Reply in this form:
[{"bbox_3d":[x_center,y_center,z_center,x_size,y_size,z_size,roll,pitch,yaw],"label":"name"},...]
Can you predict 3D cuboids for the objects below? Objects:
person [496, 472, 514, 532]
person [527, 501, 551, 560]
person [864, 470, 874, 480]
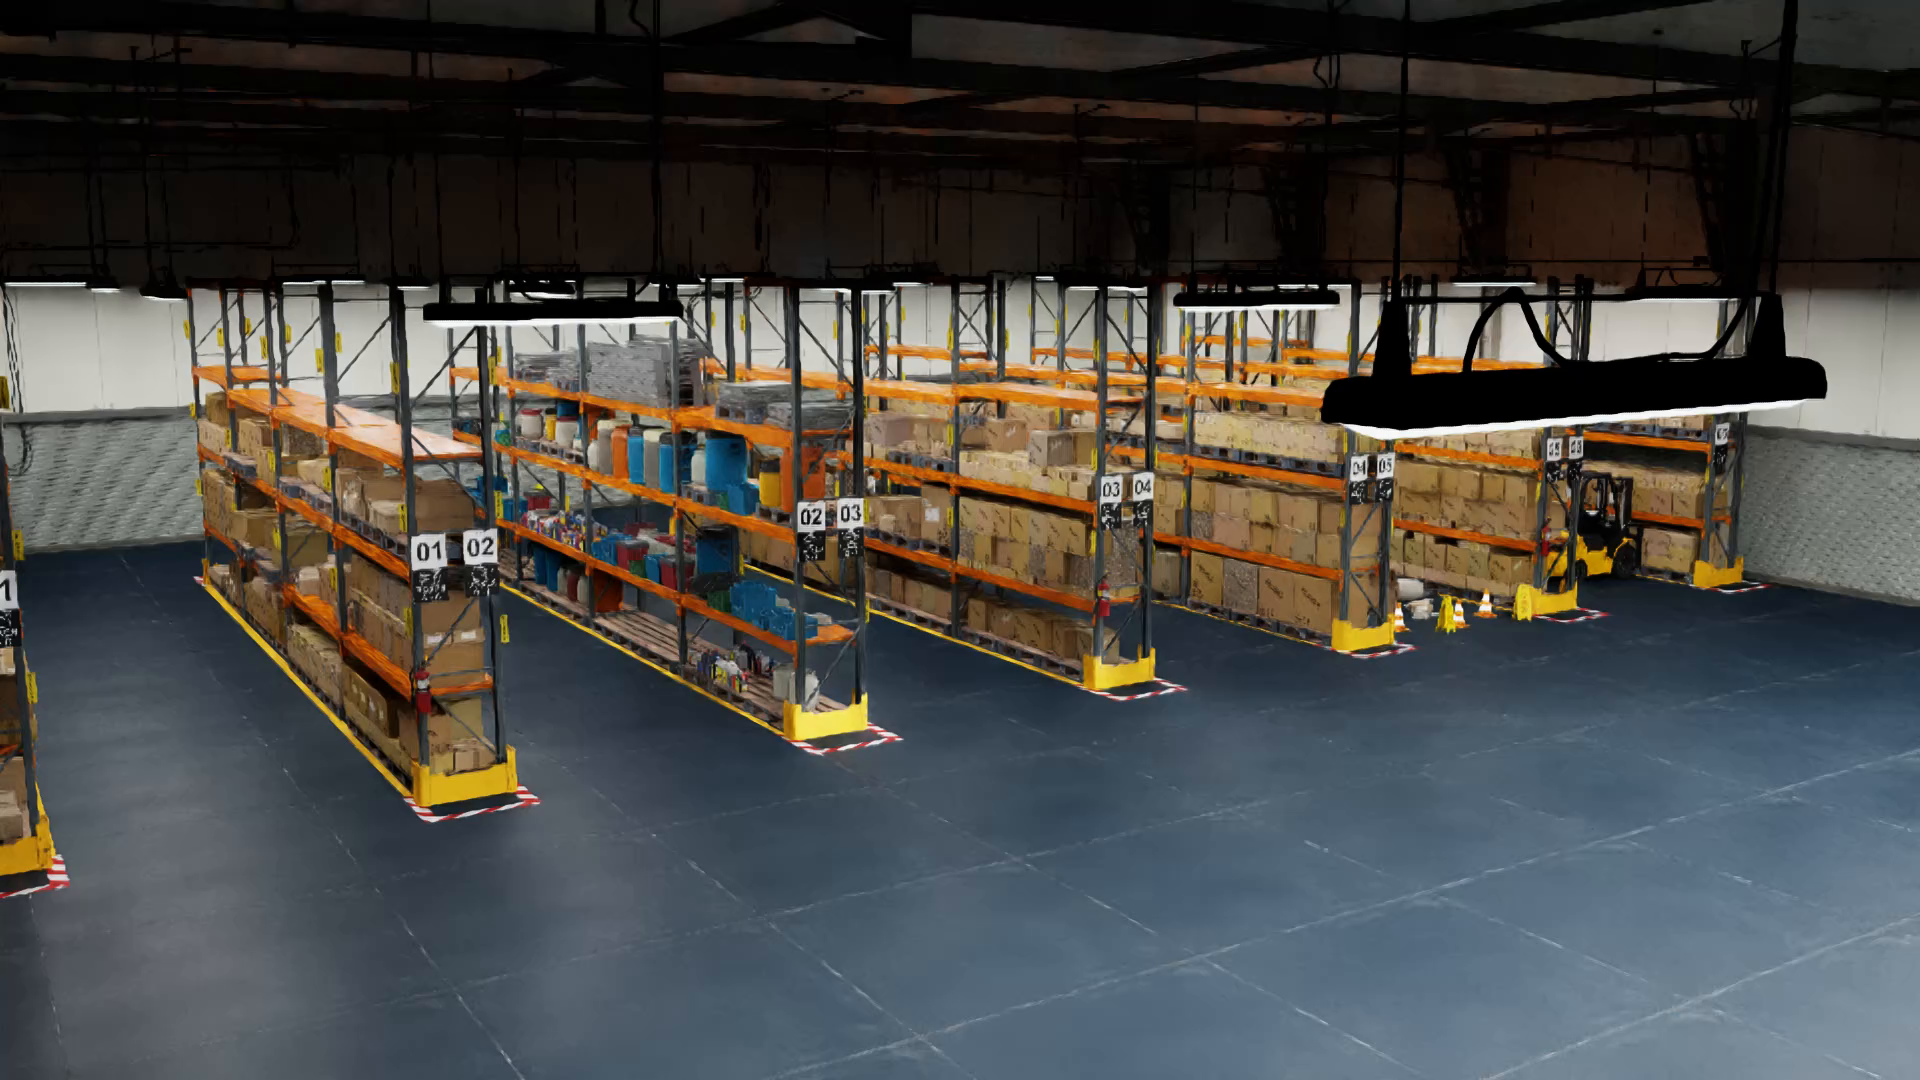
[{"bbox_3d":[-10.340,-0.792,37.625,0.796,1.542,0.599,8,12,40],"label":"person"},{"bbox_3d":[-8.791,-0.328,34.889,0.569,1.671,1.034,-8,13,-41],"label":"person"},{"bbox_3d":[-2.078,-0.874,38.166,0.372,1.656,0.578,-4,10,-24],"label":"person"}]
